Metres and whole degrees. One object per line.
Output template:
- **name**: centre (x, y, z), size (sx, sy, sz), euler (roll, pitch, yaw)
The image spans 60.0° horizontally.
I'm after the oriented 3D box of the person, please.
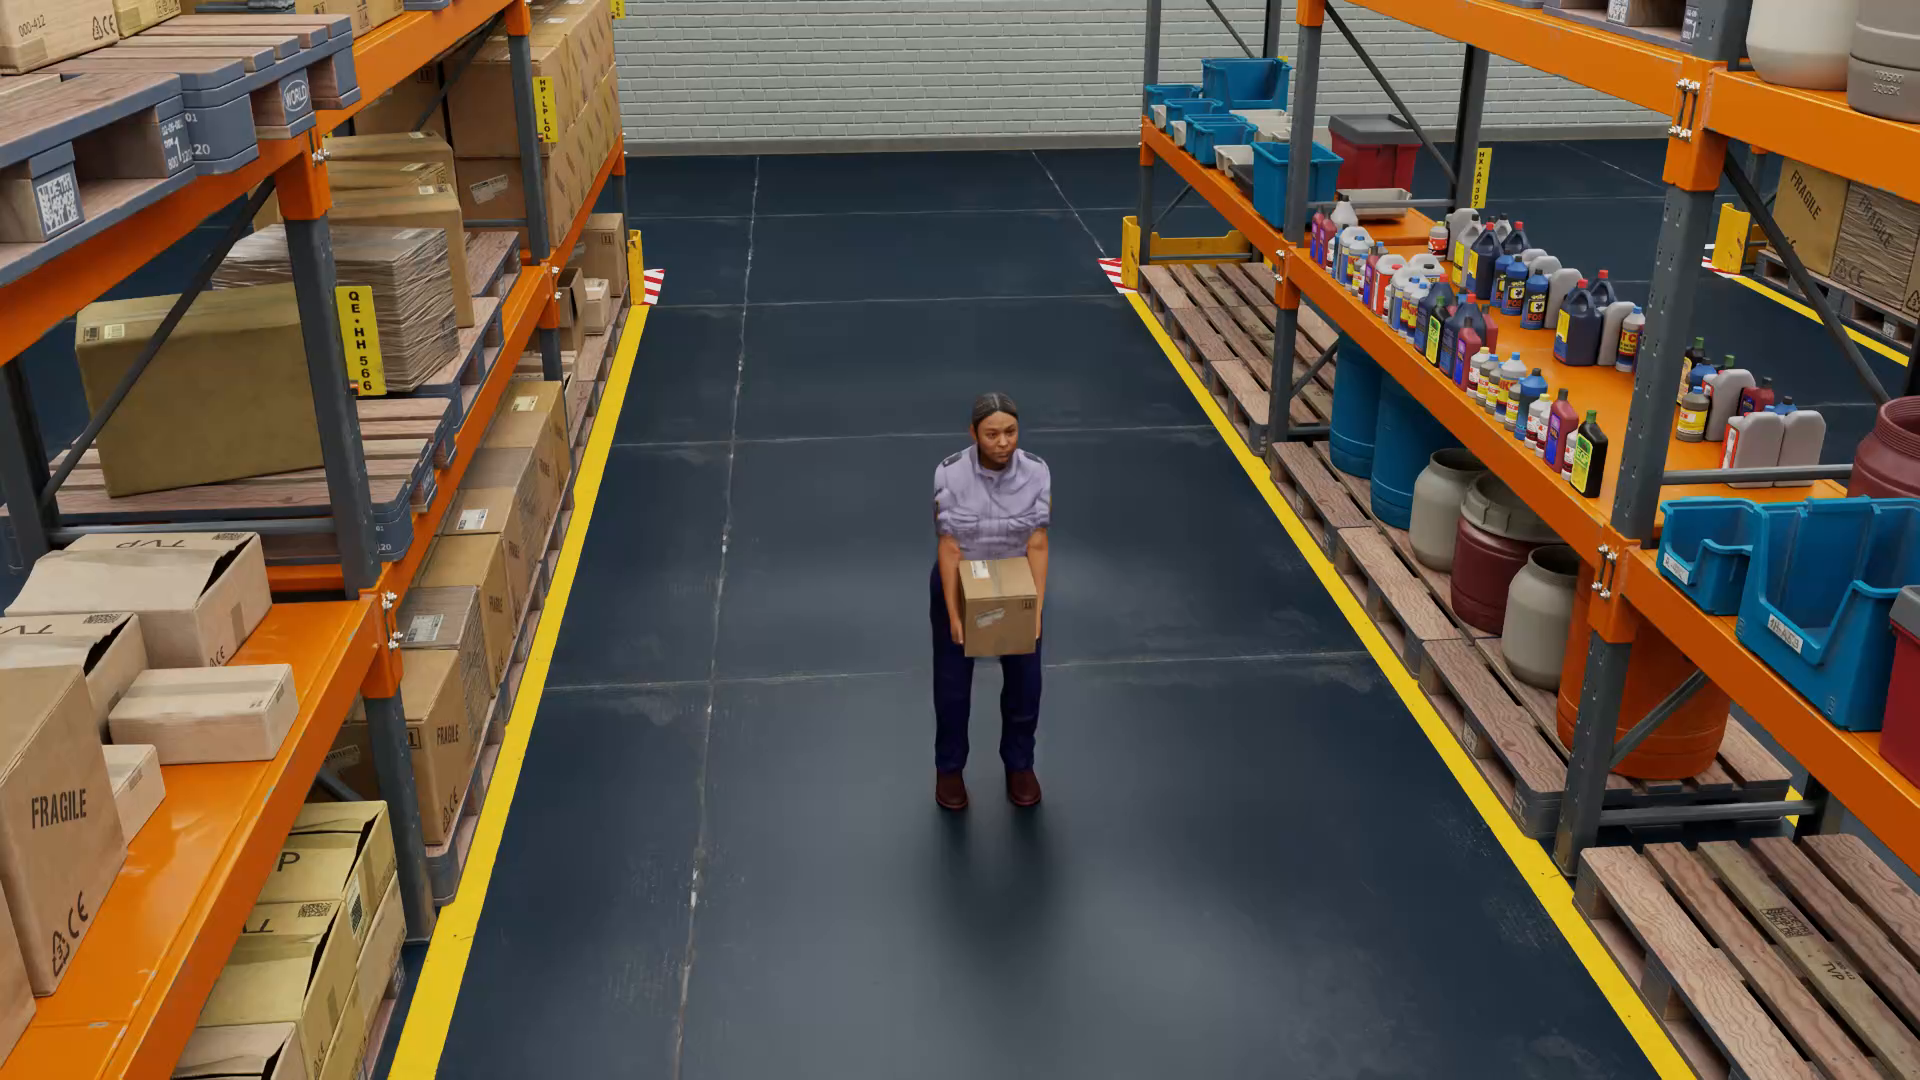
- **person**: centre (0.120, 0.257, 6.058), size (0.435, 1.641, 0.482), euler (-3, 24, -6)
